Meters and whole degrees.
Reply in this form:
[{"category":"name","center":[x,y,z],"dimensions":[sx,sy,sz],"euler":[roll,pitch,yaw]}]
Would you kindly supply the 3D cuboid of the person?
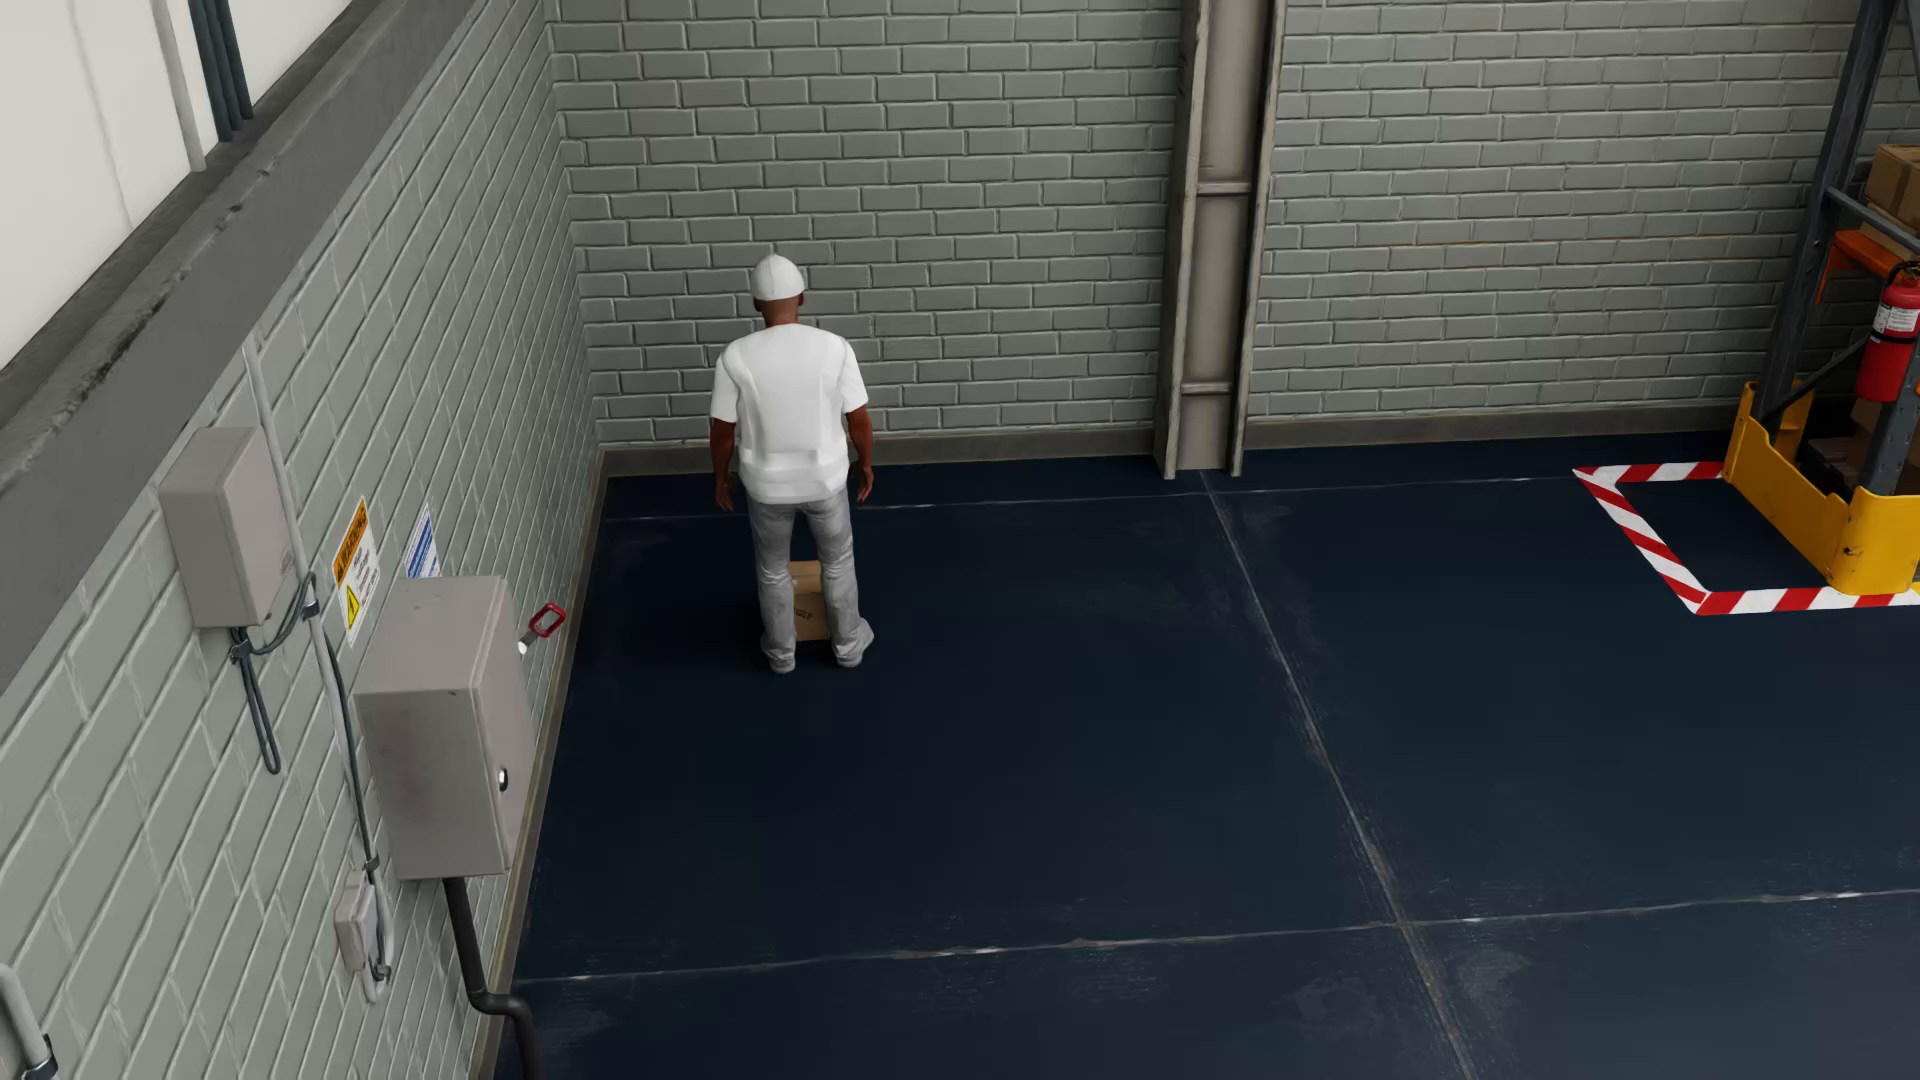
[{"category":"person","center":[-0.655,-0.268,6.562],"dimensions":[0.636,1.761,0.454],"euler":[-4,31,-7]}]
